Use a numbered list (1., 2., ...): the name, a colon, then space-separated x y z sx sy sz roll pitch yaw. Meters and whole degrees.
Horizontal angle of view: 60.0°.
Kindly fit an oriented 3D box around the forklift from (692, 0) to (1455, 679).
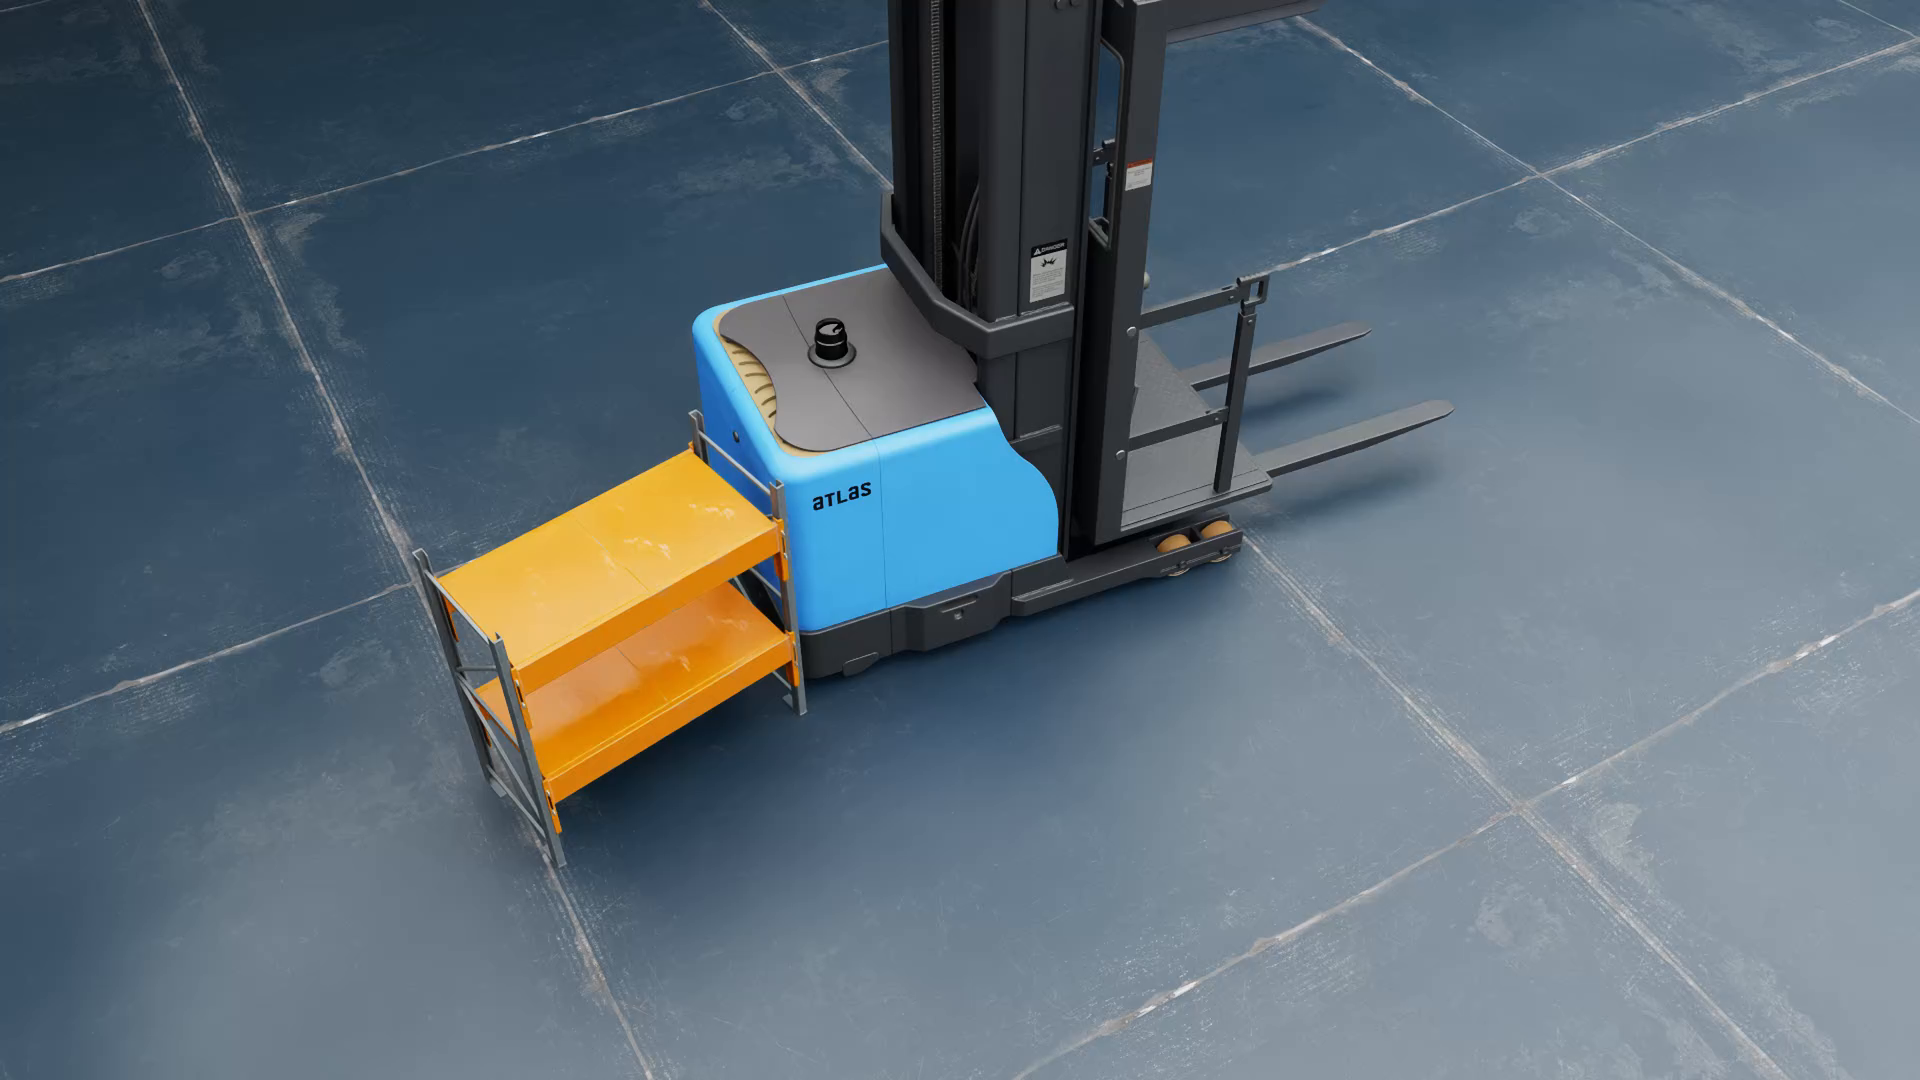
1. forklift: 0.570 -1.229 5.912 3.031 2.935 1.130 -17 47 -17

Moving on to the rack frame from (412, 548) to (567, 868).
1. rack frame: -1.504 0.566 5.359 0.032 1.125 0.500 -31 52 -28

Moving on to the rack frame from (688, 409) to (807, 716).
1. rack frame: -0.736 0.103 5.836 0.032 1.125 0.500 -31 52 -28

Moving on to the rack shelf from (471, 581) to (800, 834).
1. rack shelf: -1.120 0.510 5.768 1.000 0.278 0.538 -31 52 -28

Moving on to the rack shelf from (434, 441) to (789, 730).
1. rack shelf: -1.120 0.124 5.394 1.000 0.278 0.538 -31 52 -28

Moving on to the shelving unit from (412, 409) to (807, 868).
1. shelving unit: -1.120 0.335 5.598 1.048 1.125 0.538 -31 52 -28
